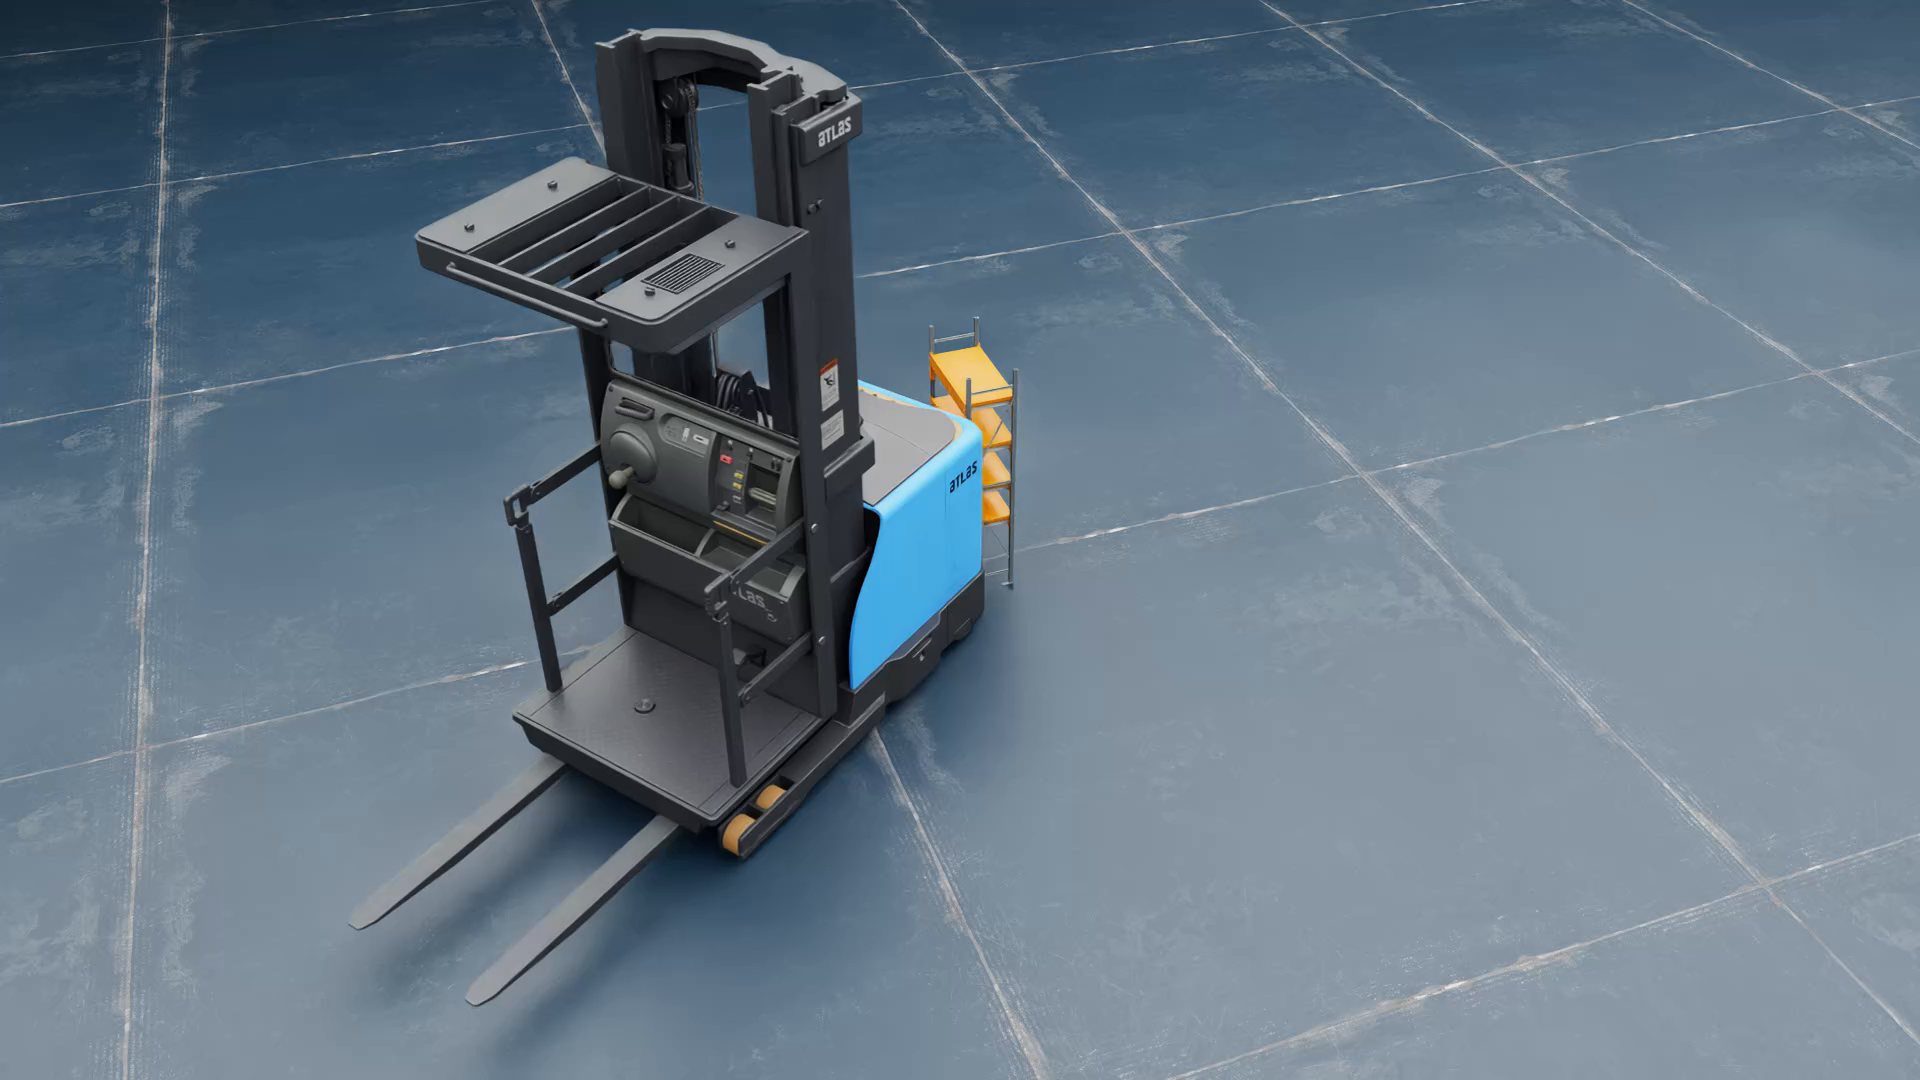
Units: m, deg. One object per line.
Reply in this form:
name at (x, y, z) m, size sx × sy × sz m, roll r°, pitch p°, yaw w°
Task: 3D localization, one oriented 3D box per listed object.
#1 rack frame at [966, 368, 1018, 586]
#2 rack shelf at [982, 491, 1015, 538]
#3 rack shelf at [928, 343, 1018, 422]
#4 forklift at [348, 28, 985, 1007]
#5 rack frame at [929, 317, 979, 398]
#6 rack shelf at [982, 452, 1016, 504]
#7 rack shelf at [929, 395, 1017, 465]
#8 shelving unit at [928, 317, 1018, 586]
rack frame at (0.141, -0.248, 7.642) m, size 0.240 × 1.200 × 0.015 m, roll -12°, pitch 39°, yaw -16°
rack shelf at (0.057, -0.173, 7.985) m, size 0.258 × 0.148 × 0.480 m, roll -12°, pitch 39°, yaw -16°
rack shelf at (0.057, -0.700, 7.589) m, size 0.258 × 0.148 × 0.480 m, roll -12°, pitch 39°, yaw -16°
forklift at (-1.122, -0.238, 6.190) m, size 1.130 × 2.935 × 3.031 m, roll 22°, pitch 42°, yaw 26°
rack frame at (-0.027, -0.524, 8.008) m, size 0.240 × 1.200 × 0.015 m, roll -12°, pitch 39°, yaw -16°
rack shelf at (0.057, -0.332, 7.866) m, size 0.258 × 0.148 × 0.480 m, roll -12°, pitch 39°, yaw -16°
rack shelf at (0.057, -0.511, 7.731) m, size 0.258 × 0.148 × 0.480 m, roll -12°, pitch 39°, yaw -16°
shelving unit at (0.057, -0.386, 7.825) m, size 0.258 × 1.200 × 0.503 m, roll -12°, pitch 39°, yaw -16°
